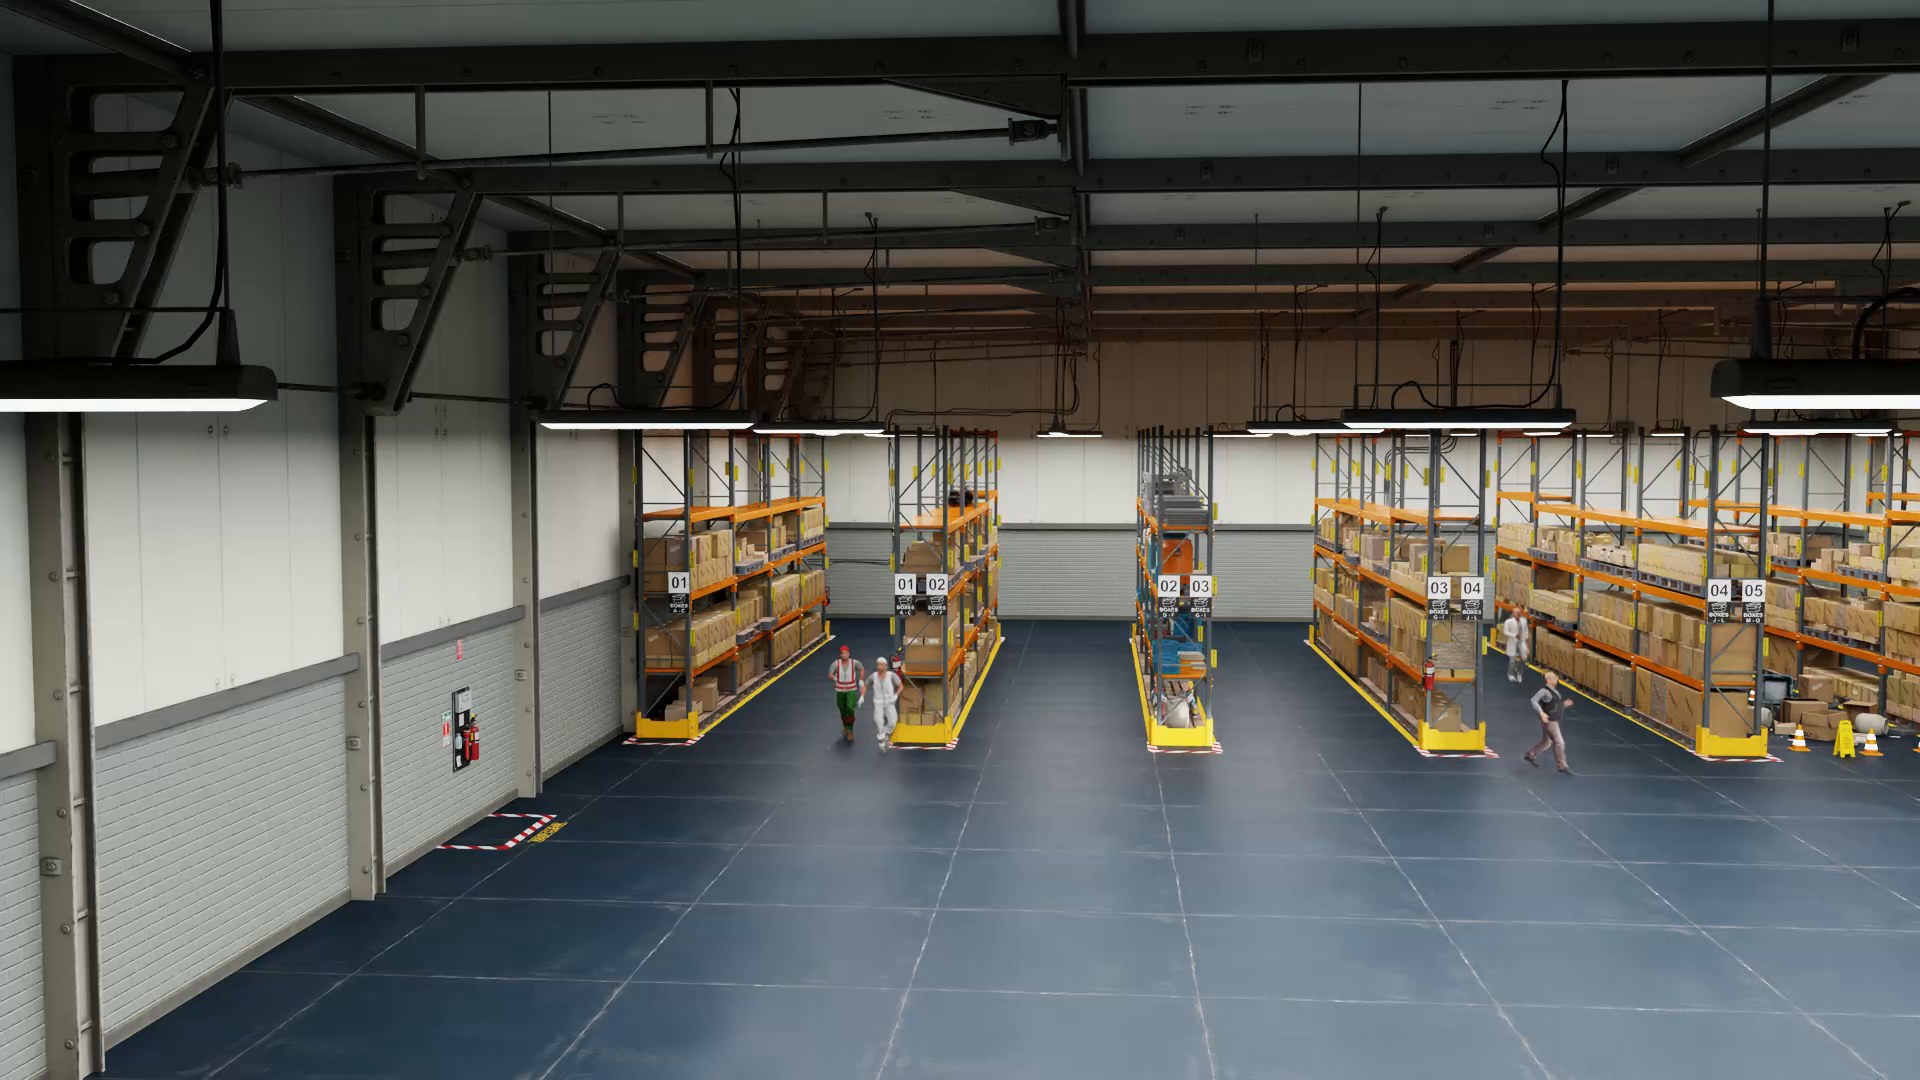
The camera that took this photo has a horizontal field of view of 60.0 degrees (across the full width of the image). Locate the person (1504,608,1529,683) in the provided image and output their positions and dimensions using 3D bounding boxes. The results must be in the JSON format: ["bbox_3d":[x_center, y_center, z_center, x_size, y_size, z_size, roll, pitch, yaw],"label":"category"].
[{"bbox_3d":[13.135,2.486,39.213,0.672,1.771,0.838,0,3,-2],"label":"person"}]

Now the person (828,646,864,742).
[{"bbox_3d":[-2.193,2.917,31.954,0.670,1.810,0.848,0,3,4],"label":"person"}]

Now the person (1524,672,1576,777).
[{"bbox_3d":[10.113,3.127,28.469,0.938,1.727,0.641,3,4,37],"label":"person"}]

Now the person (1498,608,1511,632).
[{"bbox_3d":[15.549,2.098,47.330,0.874,1.626,0.617,0,3,-5],"label":"person"}]

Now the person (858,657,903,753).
[{"bbox_3d":[-1.454,3.028,30.603,0.829,1.738,0.543,-1,3,-9],"label":"person"}]
